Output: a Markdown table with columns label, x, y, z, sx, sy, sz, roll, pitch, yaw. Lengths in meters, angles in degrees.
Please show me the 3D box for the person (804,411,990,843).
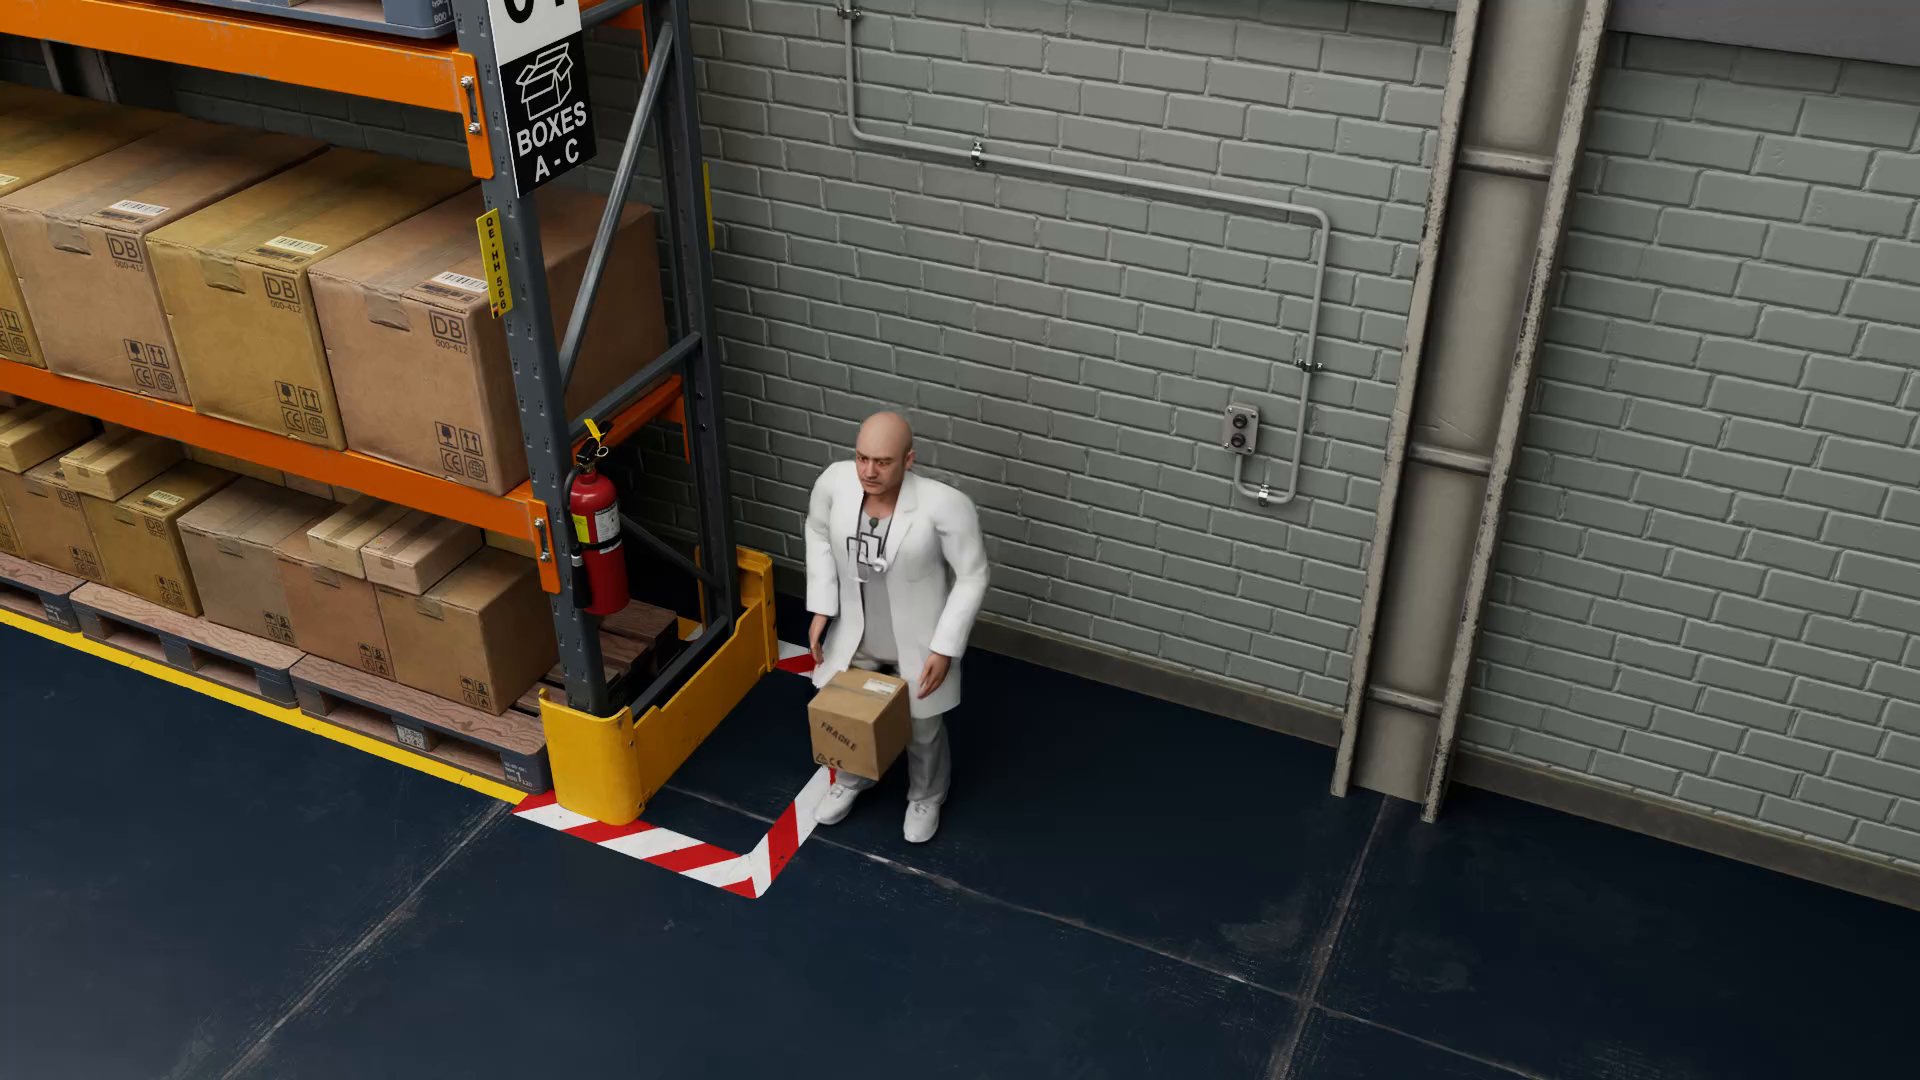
| label | x | y | z | sx | sy | sz | roll | pitch | yaw |
| --- | --- | --- | --- | --- | --- | --- | --- | --- | --- |
| person | -0.227 | 0.314 | 5.699 | 0.687 | 1.747 | 0.501 | 13 | 35 | 18 |
